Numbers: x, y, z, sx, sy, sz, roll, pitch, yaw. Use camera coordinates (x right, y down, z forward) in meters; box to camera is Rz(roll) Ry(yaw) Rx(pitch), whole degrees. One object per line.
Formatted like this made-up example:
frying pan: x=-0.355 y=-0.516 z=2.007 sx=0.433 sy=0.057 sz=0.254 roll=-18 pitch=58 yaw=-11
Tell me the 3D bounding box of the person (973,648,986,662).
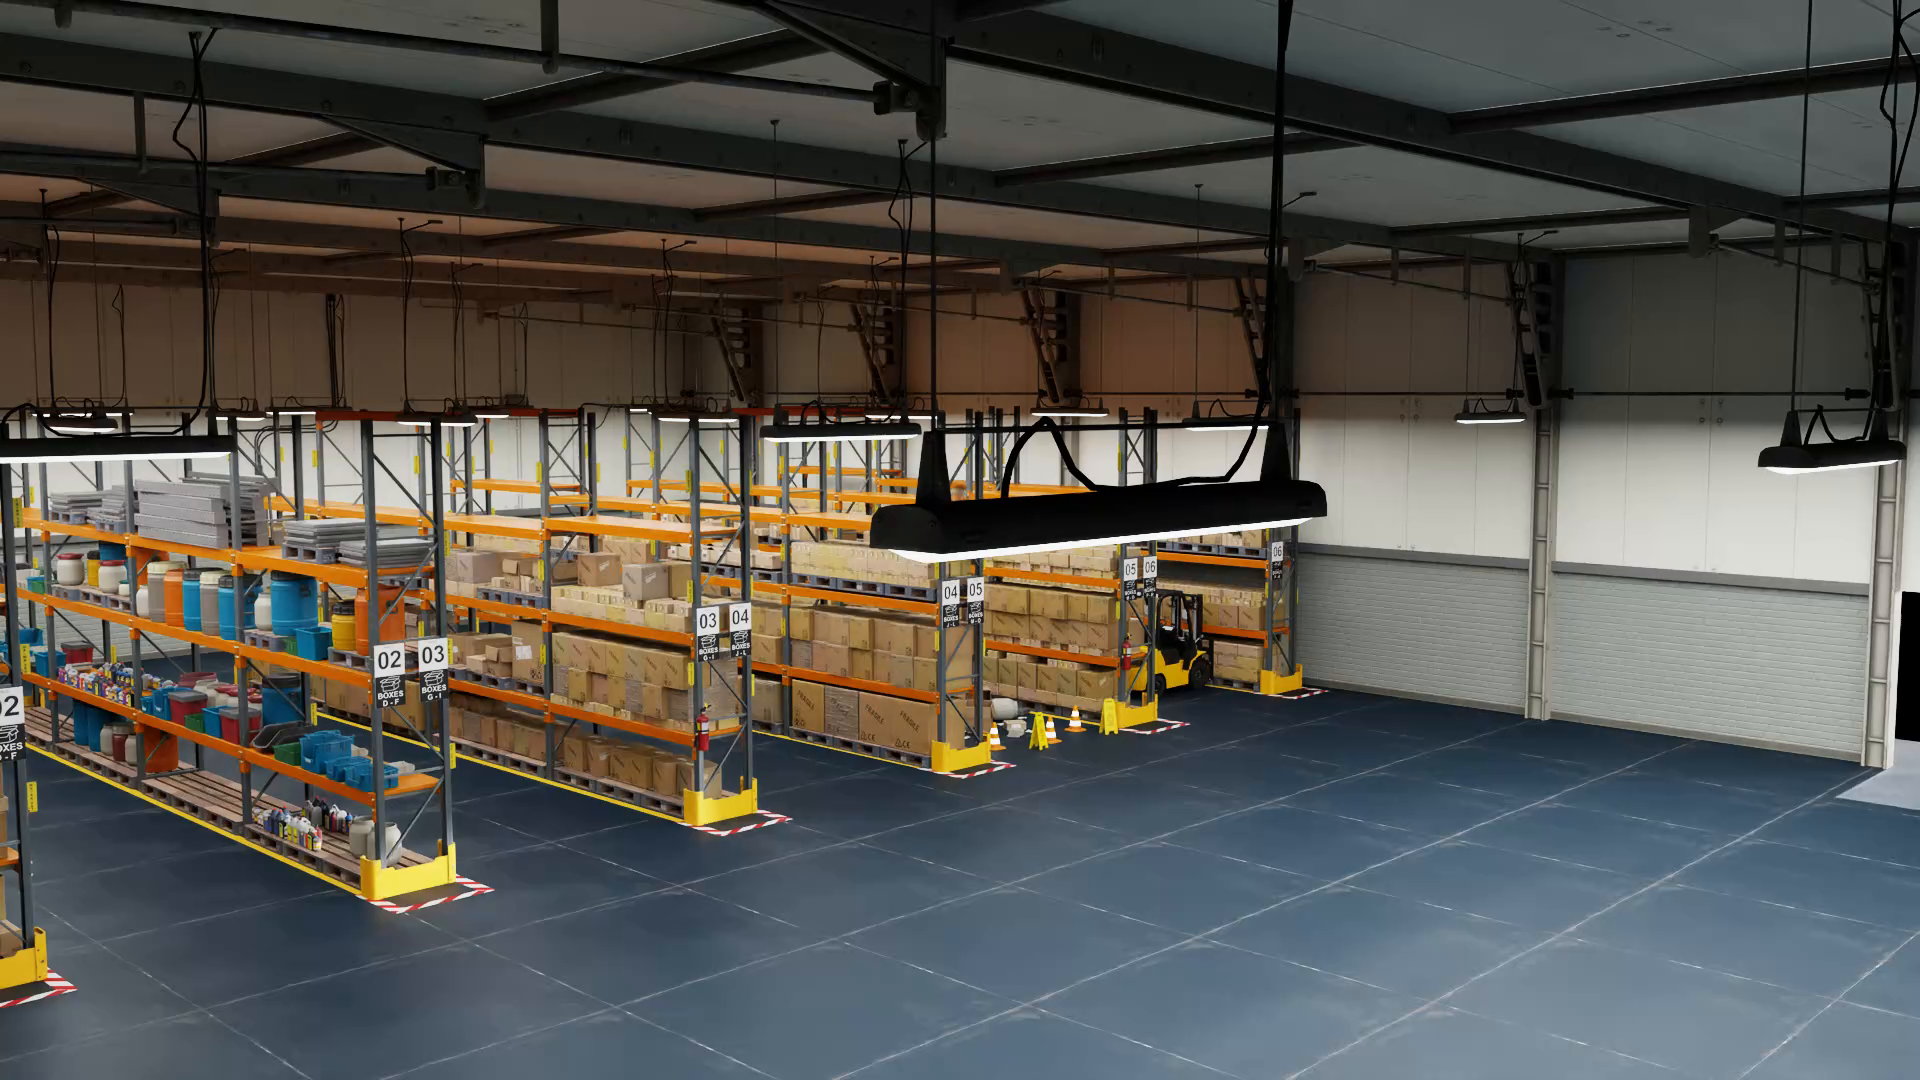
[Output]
person: x=0.422 y=2.305 z=36.668 sx=0.890 sy=1.563 sz=0.703 roll=3 pitch=6 yaw=29
